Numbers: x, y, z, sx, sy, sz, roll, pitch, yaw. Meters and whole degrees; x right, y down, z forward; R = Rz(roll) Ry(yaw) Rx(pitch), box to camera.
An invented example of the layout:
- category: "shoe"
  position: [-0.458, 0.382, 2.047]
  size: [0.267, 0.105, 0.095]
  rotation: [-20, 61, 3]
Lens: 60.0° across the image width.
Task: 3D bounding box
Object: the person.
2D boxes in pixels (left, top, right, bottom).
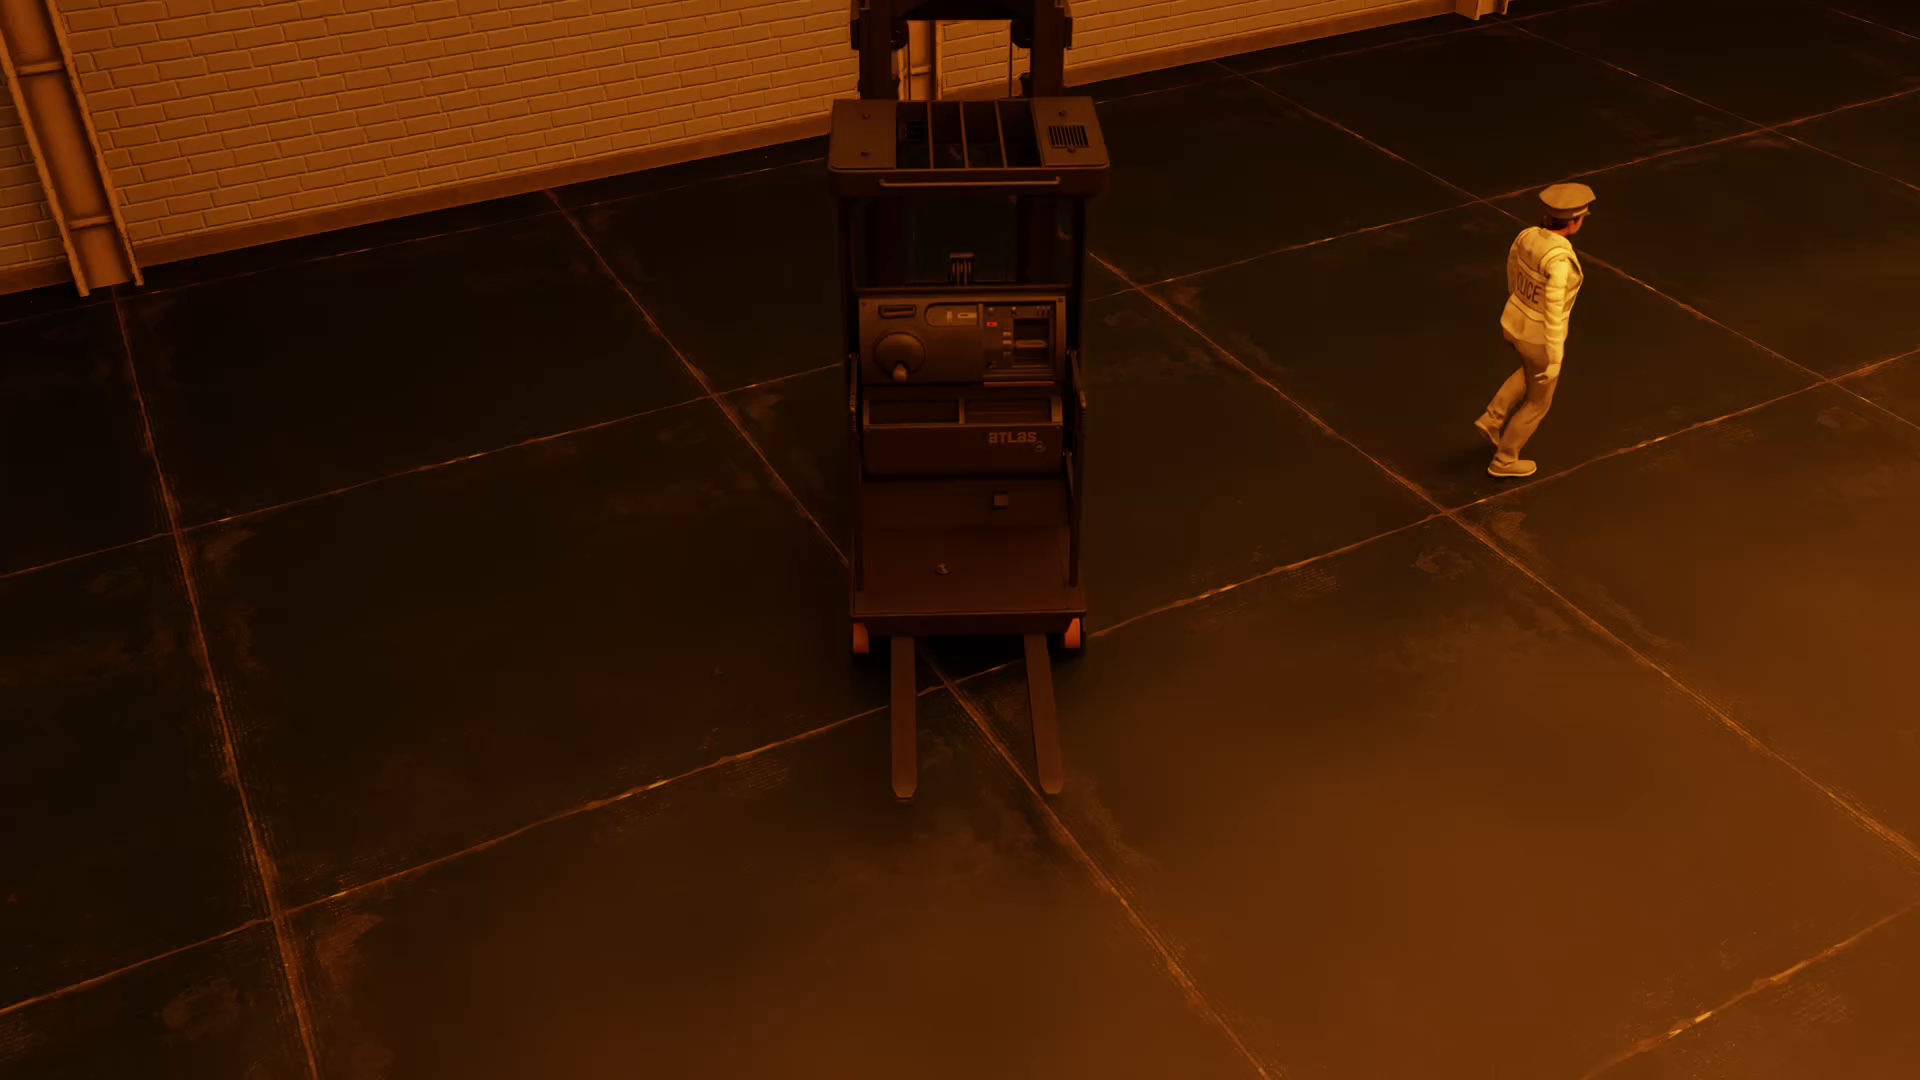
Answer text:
- category: "person"
  position: [3.112, -1.091, 8.792]
  size: [0.450, 1.671, 0.599]
  rotation: [-7, 36, -10]

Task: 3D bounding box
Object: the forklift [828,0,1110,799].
- category: "forklift"
  position: [0.022, -0.844, 7.317]
  size: [1.130, 2.935, 3.031]
  rotation: [-1, 35, -2]
